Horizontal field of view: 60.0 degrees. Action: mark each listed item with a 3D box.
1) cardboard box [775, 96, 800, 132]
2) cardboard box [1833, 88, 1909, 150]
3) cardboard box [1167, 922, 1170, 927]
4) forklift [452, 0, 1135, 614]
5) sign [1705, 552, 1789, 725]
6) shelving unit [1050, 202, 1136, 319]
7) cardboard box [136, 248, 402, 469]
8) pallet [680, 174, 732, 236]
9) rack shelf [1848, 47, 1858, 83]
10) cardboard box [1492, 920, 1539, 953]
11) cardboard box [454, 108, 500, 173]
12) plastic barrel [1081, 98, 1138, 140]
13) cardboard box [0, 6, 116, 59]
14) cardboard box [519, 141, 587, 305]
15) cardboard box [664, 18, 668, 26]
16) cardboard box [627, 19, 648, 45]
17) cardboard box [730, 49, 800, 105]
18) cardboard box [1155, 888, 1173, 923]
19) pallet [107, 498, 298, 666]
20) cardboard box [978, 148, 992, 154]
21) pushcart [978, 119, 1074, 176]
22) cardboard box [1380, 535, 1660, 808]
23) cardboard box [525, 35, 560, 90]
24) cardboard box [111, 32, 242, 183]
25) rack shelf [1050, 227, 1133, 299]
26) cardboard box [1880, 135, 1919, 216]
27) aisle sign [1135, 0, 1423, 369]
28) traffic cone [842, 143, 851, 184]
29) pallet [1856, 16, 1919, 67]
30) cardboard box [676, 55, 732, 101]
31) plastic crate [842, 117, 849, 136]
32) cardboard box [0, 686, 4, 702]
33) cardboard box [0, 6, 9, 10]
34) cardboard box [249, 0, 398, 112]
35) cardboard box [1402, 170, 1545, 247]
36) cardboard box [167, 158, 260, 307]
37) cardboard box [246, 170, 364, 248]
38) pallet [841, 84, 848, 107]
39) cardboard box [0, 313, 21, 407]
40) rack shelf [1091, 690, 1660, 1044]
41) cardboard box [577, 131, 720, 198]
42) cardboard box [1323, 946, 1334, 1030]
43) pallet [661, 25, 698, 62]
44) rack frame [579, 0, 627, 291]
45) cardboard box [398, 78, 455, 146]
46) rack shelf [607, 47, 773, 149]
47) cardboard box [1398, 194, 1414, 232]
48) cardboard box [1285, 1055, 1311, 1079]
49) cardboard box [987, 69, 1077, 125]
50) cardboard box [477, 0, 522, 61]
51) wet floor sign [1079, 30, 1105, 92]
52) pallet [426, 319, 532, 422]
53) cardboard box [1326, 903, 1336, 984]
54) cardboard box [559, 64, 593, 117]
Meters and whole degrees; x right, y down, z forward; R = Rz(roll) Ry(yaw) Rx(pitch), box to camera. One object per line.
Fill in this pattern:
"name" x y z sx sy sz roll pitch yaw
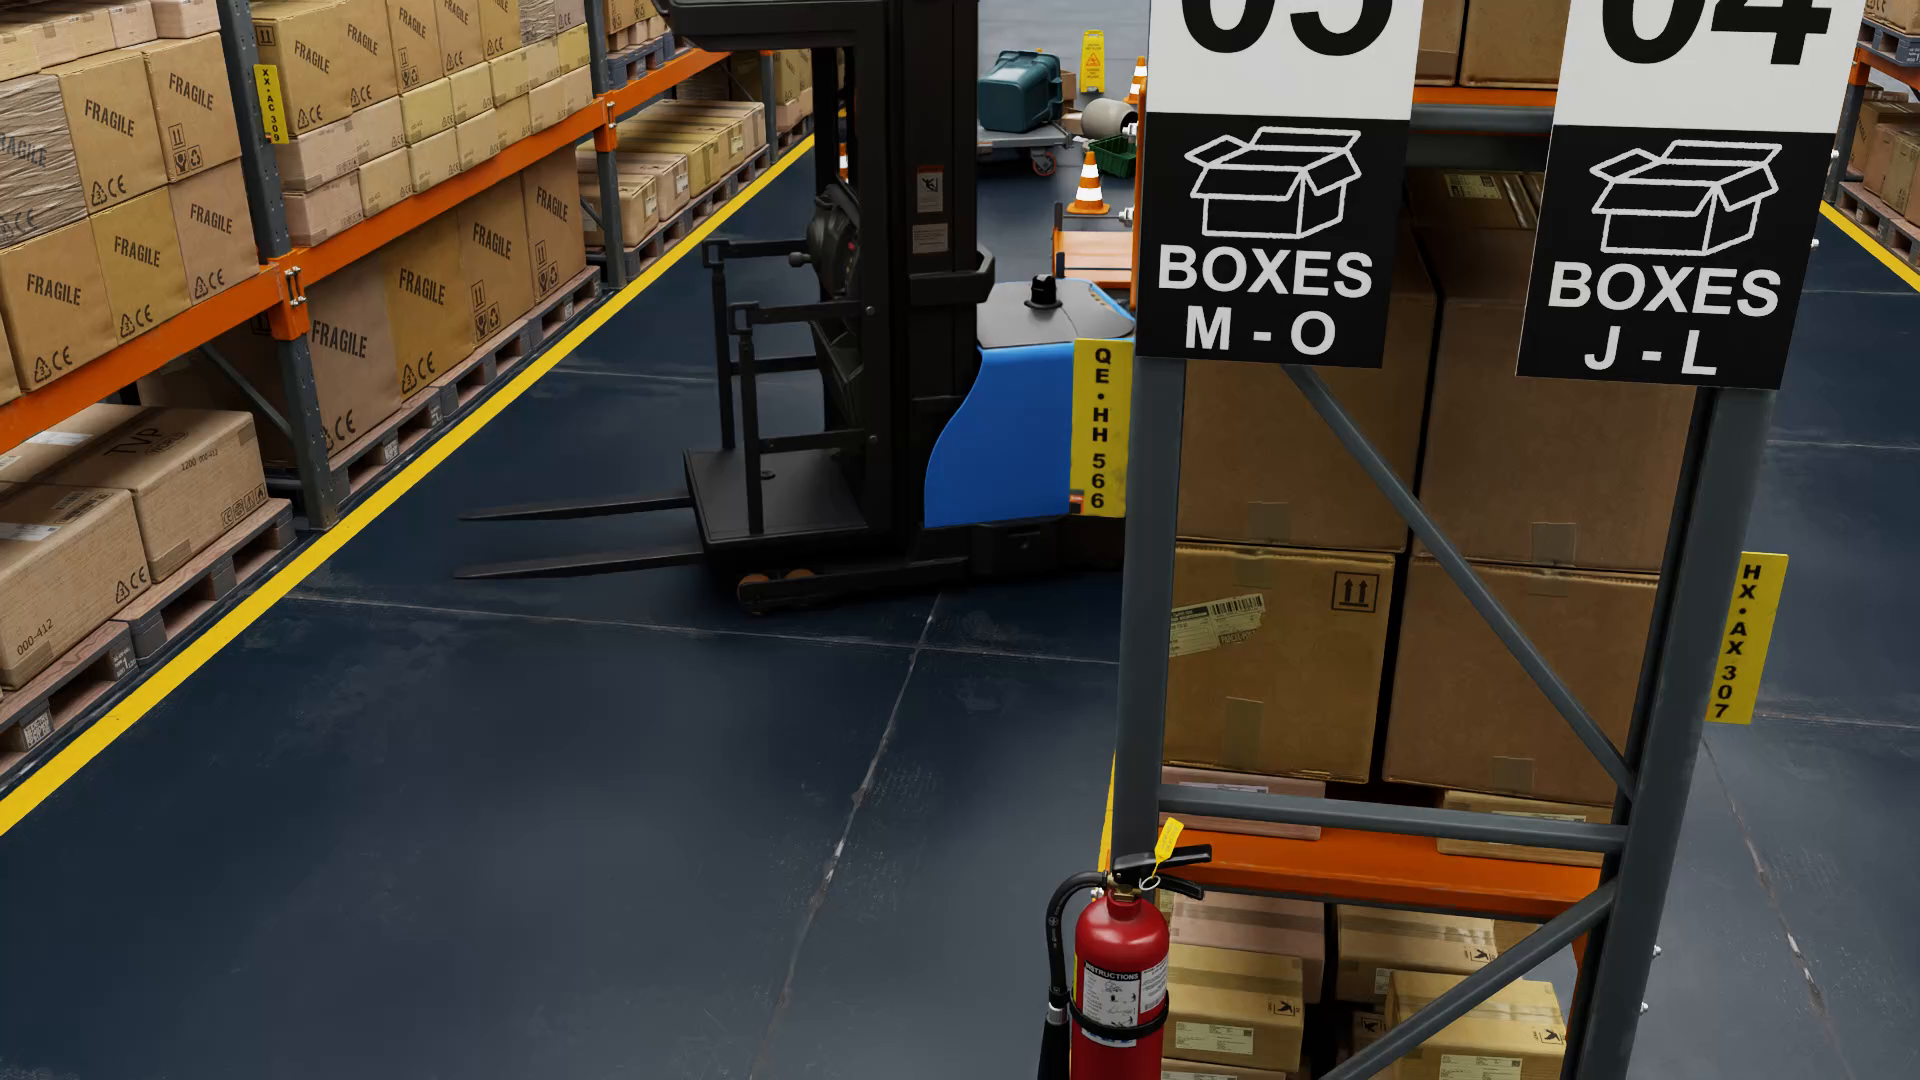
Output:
"cardboard box" -1.788 -3.969 15.438 0.500 0.250 0.500 3 25 6
"cardboard box" 7.817 -3.572 14.296 0.500 0.500 0.500 13 28 25
"cardboard box" 0.676 1.032 4.523 0.380 0.149 0.250 3 25 6
"forklift" -0.712 -1.260 6.984 3.031 2.935 1.130 -6 26 -13
"sign" 1.323 0.169 2.829 0.100 0.325 0.005 4 25 9
"shelving unit" 0.740 -1.098 8.768 0.538 1.125 1.048 1 25 2
"cardboard box" -3.436 -0.943 8.236 0.875 0.875 0.875 5 26 10
"pallet" -2.474 -2.695 13.259 1.003 0.211 1.213 4 25 9
"rack shelf" 7.953 -4.620 14.930 1.077 0.370 4.000 4 25 9
"cardboard box" 1.303 0.940 4.370 0.380 0.149 0.250 4 25 8
"cardboard box" -2.853 -2.186 9.058 0.500 0.250 0.500 4 25 8
"plastic barrel" 1.421 -3.909 15.602 0.421 0.421 0.512 -20 32 -36
"cardboard box" -3.395 -1.885 6.175 0.380 0.149 0.250 4 25 9
"cardboard box" -3.000 -2.068 10.640 0.875 0.875 0.875 4 25 8
"cardboard box" -2.363 -3.890 12.323 0.380 0.149 0.250 5 26 11
"cardboard box" -2.399 -3.549 11.596 0.380 0.149 0.250 2 25 5
"cardboard box" -1.788 -4.308 15.279 0.500 0.500 0.500 5 26 11
"cardboard box" 0.639 0.898 4.459 0.380 0.149 0.250 3 25 7
"pallet" -3.660 0.126 7.232 1.003 0.211 1.213 4 25 9
"cardboard box" 0.100 -3.749 15.447 0.258 0.266 0.396 -14 29 -27
"pushcart" 0.107 -3.471 14.720 1.648 0.377 0.936 -5 25 -10
"cardboard box" 1.134 0.175 3.369 0.500 0.500 0.500 5 26 11
"cardboard box" -2.713 -2.846 9.880 0.500 0.250 0.500 3 25 7
"cardboard box" -3.263 -1.731 6.613 0.500 0.500 0.500 4 25 8
"rack shelf" 0.740 -1.363 8.644 0.538 0.278 1.000 1 25 2
"cardboard box" 7.408 -2.723 12.458 0.700 0.500 0.500 4 25 8
"aisle sign" 0.480 -0.644 2.521 0.394 0.787 0.004 4 25 9
"traffic cone" -0.972 -3.031 13.680 0.336 0.463 0.334 4 25 9
"pallet" 7.357 -3.713 12.370 1.003 0.211 1.213 4 25 9
"cardboard box" -2.319 -4.346 15.361 0.500 0.500 0.500 4 25 8
"plastic crate" -1.085 -4.073 16.358 0.402 0.080 0.583 -5 25 -10
"cardboard box" -3.962 0.527 5.613 0.875 0.438 0.875 5 25 10
"cardboard box" -3.792 -1.910 6.229 0.380 0.149 0.250 4 25 8
"cardboard box" -3.047 -2.327 7.885 0.500 0.500 0.500 4 25 8
"cardboard box" 1.199 -0.490 3.610 0.500 0.500 0.500 5 26 10
"cardboard box" -3.282 -1.283 6.836 0.500 0.500 0.500 4 25 9
"cardboard box" -3.126 -1.548 7.695 0.500 0.250 0.500 3 25 7
"pallet" -1.677 -4.837 17.834 1.003 0.211 1.213 4 25 9
"cardboard box" -3.529 -0.639 5.458 0.500 0.500 0.500 5 26 10
"rack shelf" 1.115 0.013 5.032 1.077 0.370 4.000 4 25 9
"cardboard box" -2.460 -2.984 13.192 0.950 0.372 0.625 5 26 10
"cardboard box" 1.185 1.208 4.498 0.380 0.149 0.250 4 25 9
"pallet" -2.522 -3.867 12.699 1.003 0.211 1.213 4 25 9
"rack frame" -2.805 -3.123 10.883 1.000 3.000 0.127 4 25 9
"cardboard box" -2.942 -2.202 8.503 0.500 0.250 0.500 4 25 9
"rack shelf" -2.478 -3.633 12.823 1.077 0.370 4.000 4 25 9
"cardboard box" 0.700 -0.530 3.695 0.500 0.500 0.500 3 25 7
"cardboard box" 0.668 1.390 4.109 0.380 0.149 0.250 4 25 9
"cardboard box" 0.713 -4.428 16.616 0.797 0.503 0.637 -14 29 -27
"cardboard box" -2.795 -2.964 9.247 0.500 0.500 0.500 4 25 9
"wet floor sign" 1.454 -5.251 18.207 0.267 0.644 0.232 0 25 -1
"pallet" -3.210 -1.027 9.694 1.003 0.211 1.213 4 25 9
"cardboard box" 1.180 1.070 4.443 0.380 0.149 0.250 4 25 9
"cardboard box" -2.631 -2.825 10.425 0.500 0.250 0.500 3 25 7
